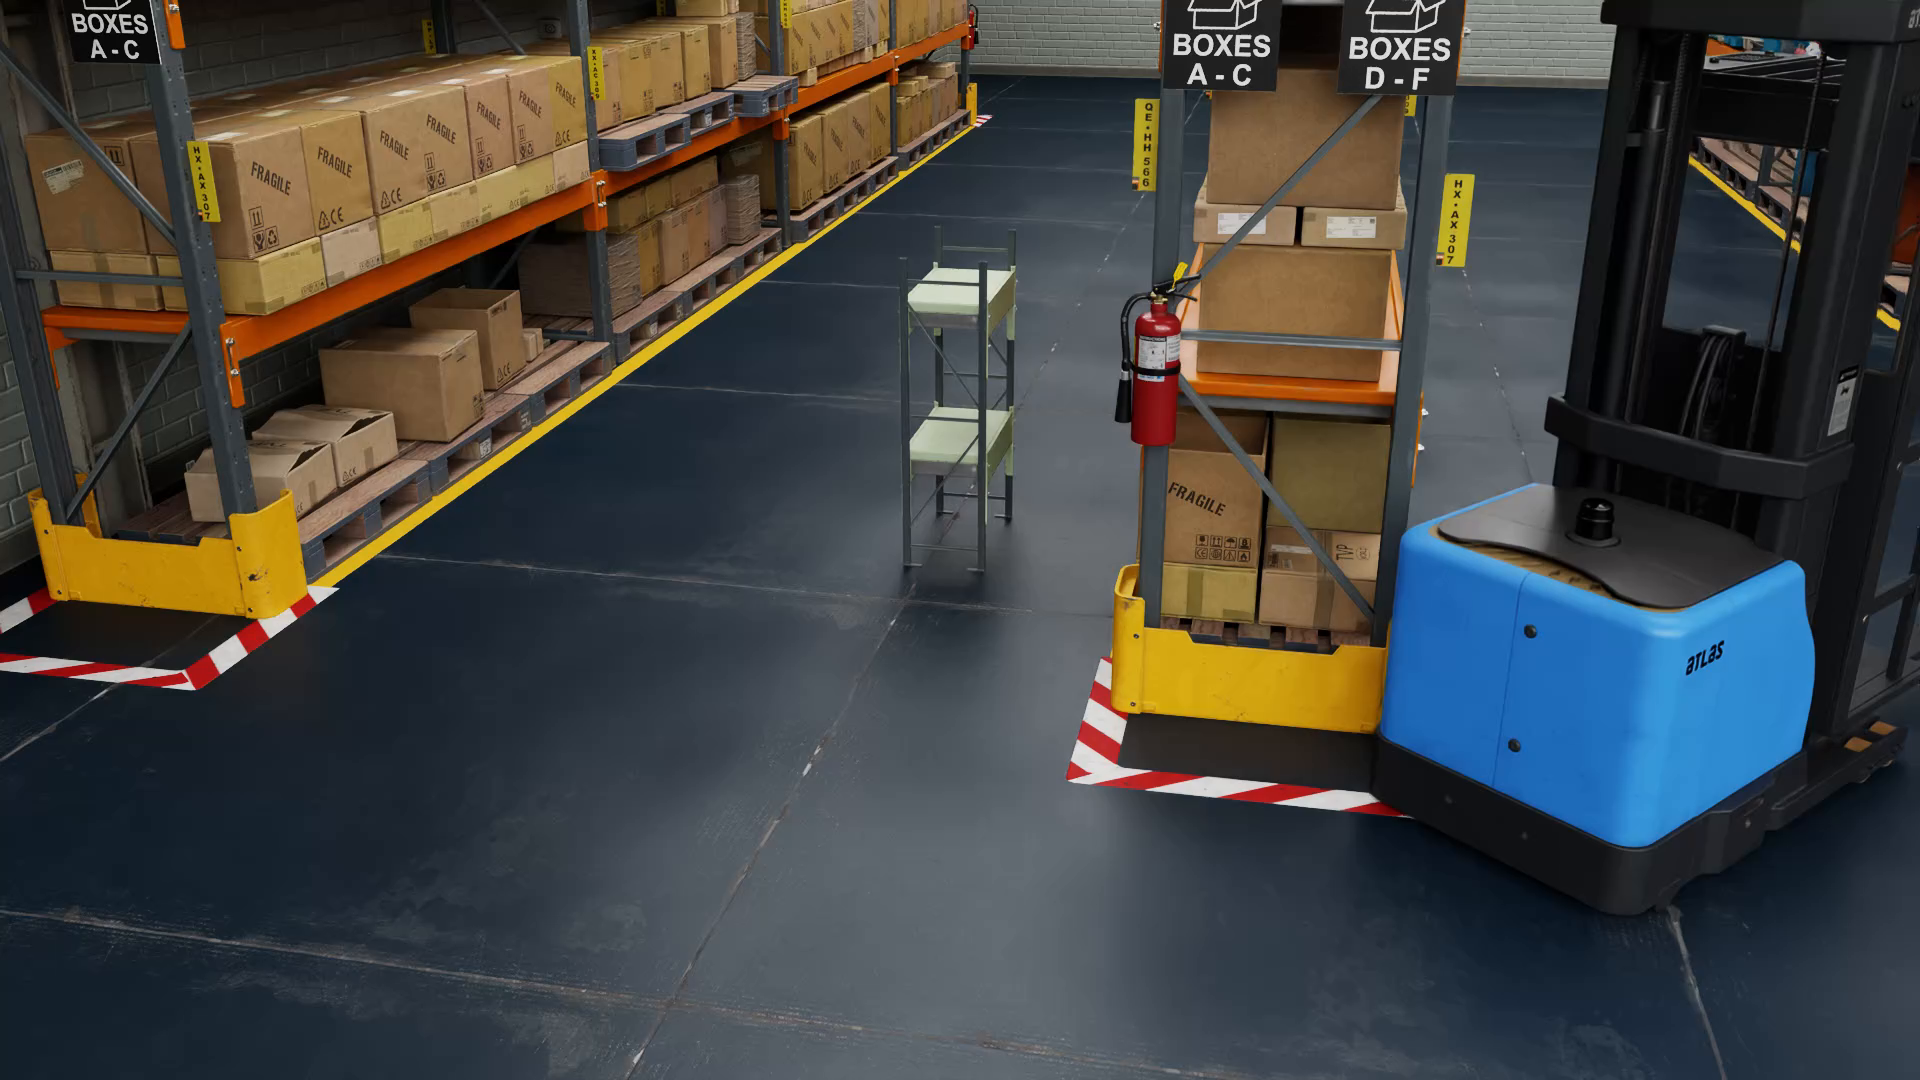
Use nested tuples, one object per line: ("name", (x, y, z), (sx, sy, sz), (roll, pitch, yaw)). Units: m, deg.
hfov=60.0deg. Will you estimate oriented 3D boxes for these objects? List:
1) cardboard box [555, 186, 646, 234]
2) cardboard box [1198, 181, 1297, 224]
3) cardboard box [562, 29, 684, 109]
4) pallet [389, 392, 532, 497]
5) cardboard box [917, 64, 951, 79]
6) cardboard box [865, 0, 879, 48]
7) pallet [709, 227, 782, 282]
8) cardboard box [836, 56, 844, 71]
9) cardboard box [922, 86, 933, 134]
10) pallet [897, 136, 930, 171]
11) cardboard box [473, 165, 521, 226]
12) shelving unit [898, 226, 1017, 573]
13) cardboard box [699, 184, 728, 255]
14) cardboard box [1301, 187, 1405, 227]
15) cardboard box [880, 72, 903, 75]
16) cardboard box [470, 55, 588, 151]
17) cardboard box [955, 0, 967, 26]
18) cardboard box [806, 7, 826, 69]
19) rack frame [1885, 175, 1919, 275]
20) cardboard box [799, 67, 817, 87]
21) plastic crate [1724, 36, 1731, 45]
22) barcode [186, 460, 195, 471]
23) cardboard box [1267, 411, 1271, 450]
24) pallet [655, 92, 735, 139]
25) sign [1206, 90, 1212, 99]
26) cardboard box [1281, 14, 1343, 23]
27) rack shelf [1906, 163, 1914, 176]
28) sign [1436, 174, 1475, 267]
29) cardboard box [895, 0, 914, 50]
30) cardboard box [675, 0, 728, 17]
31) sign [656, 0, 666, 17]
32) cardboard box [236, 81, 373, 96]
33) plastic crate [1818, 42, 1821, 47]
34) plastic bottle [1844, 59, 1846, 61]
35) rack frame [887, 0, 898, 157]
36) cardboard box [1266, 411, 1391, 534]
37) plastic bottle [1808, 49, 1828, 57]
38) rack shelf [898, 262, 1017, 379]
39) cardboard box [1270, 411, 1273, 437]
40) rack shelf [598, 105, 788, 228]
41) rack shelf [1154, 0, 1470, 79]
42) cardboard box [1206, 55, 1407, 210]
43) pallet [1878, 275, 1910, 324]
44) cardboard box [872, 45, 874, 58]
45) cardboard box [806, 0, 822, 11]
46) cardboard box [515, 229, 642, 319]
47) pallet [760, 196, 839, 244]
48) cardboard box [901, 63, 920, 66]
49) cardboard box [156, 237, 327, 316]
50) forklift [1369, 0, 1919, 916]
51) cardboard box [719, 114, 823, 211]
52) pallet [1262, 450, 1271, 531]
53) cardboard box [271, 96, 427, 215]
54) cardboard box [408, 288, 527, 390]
("cardboard box", (-2.606, -2.399, 12.047), (0.500, 0.250, 0.500), (4, 22, 10))
("cardboard box", (1.151, -1.333, 6.645), (0.380, 0.149, 0.250), (5, 22, 12))
("cardboard box", (-2.465, -3.455, 12.195), (0.700, 0.500, 0.500), (8, 23, 18))
("pallet", (-3.176, -0.585, 9.524), (1.003, 0.211, 1.213), (4, 22, 11))
("cardboard box", (-0.322, -5.881, 20.857), (0.380, 0.149, 0.250), (5, 22, 12))
("cardboard box", (-1.136, -5.318, 16.985), (0.500, 0.500, 0.500), (5, 22, 11))
("pallet", (-2.171, -2.458, 14.174), (1.003, 0.211, 1.213), (4, 22, 11))
("cardboard box", (-1.354, -4.690, 16.293), (0.380, 0.149, 0.250), (5, 23, 13))
("cardboard box", (-0.729, -5.172, 19.965), (0.700, 0.500, 0.500), (5, 22, 12))
("pallet", (-0.962, -4.479, 19.192), (1.003, 0.211, 1.213), (4, 22, 11))
("cardboard box", (-2.824, -1.951, 9.357), (0.500, 0.250, 0.500), (4, 22, 11))
("shelving unit", (-0.001, -0.693, 8.067), (0.431, 1.500, 0.755), (4, 22, 11))
("cardboard box", (-2.325, -2.635, 13.638), (0.700, 0.500, 0.500), (4, 22, 11))
("cardboard box", (1.550, -1.306, 6.580), (0.380, 0.149, 0.250), (4, 22, 10))
("cardboard box", (-0.902, -5.540, 20.010), (0.380, 0.149, 0.250), (4, 22, 10))
("cardboard box", (-2.620, -2.665, 10.127), (0.500, 0.500, 0.500), (4, 22, 11))
("cardboard box", (-0.472, -6.915, 21.106), (0.980, 0.700, 0.700), (5, 23, 13))
("cardboard box", (-1.545, -4.580, 15.151), (0.500, 0.500, 0.500), (5, 23, 13))
("rack frame", (7.688, -3.282, 12.488), (1.000, 3.000, 0.127), (4, 22, 11))
("cardboard box", (-1.519, -4.215, 15.114), (0.380, 0.149, 0.250), (5, 23, 13))
("plastic crate", (8.679, -5.611, 18.415), (0.416, 0.233, 0.300), (4, 22, 11))
("barcode", (-3.801, -0.356, 8.220), (0.001, 0.075, 0.075), (4, 22, 11))
("cardboard box", (1.319, -0.771, 8.367), (0.500, 0.500, 0.500), (4, 22, 11))
("pallet", (-2.374, -3.221, 12.593), (1.003, 0.211, 1.213), (4, 22, 11))
("sign", (1.490, -2.736, 9.689), (0.100, 0.325, 0.005), (4, 22, 11))
("cardboard box", (1.735, -2.315, 8.217), (0.700, 0.500, 0.500), (4, 22, 11))
("rack shelf", (7.280, -2.217, 10.806), (1.077, 0.370, 4.000), (4, 22, 11))
("sign", (1.750, -1.129, 5.877), (0.100, 0.325, 0.005), (4, 22, 11))
("cardboard box", (-1.068, -5.836, 18.429), (0.980, 0.700, 0.700), (5, 22, 12))
("cardboard box", (-2.103, -4.341, 13.527), (0.380, 0.149, 0.250), (1, 22, 2))
("sign", (-2.554, -4.615, 14.249), (0.100, 0.325, 0.005), (4, 22, 11))
("cardboard box", (-3.438, -2.145, 8.833), (0.500, 0.500, 0.500), (5, 22, 12))
("plastic crate", (8.932, -5.110, 16.860), (0.402, 0.464, 0.583), (4, 22, 11))
("plastic bottle", (7.801, -4.124, 14.743), (0.152, 0.276, 0.135), (4, 22, 11))
("rack frame", (-1.194, -5.500, 17.995), (1.000, 3.000, 0.127), (4, 22, 11))
("cardboard box", (1.635, -0.365, 7.358), (0.500, 0.500, 0.500), (4, 22, 11))
("plastic bottle", (7.962, -4.413, 15.463), (0.152, 0.276, 0.135), (4, 22, 11))
("rack shelf", (-0.001, -1.055, 7.922), (0.431, 0.370, 0.720), (4, 22, 11))
("cardboard box", (1.525, -0.788, 9.415), (0.500, 0.250, 0.500), (4, 22, 11))
("rack shelf", (-2.419, -2.972, 12.681), (1.077, 0.370, 4.000), (4, 22, 11))
("rack shelf", (1.616, -2.524, 7.554), (1.077, 0.370, 4.000), (4, 22, 11))
("cardboard box", (1.326, -1.572, 6.372), (0.700, 0.500, 0.500), (5, 22, 11))
("pallet", (7.492, -1.708, 12.312), (1.003, 0.211, 1.213), (4, 22, 11))
("cardboard box", (-1.111, -5.062, 17.217), (0.380, 0.149, 0.250), (5, 23, 13))
("cardboard box", (-1.556, -4.922, 14.996), (0.500, 0.250, 0.500), (4, 22, 10))
("cardboard box", (-2.693, -1.889, 11.787), (0.700, 0.500, 0.500), (5, 23, 13))
("pallet", (-1.776, -3.026, 15.585), (1.003, 0.211, 1.213), (4, 22, 11))
("cardboard box", (-0.696, -5.911, 20.931), (0.380, 0.149, 0.250), (5, 22, 11))
("cardboard box", (-3.232, -1.205, 7.505), (0.500, 0.250, 0.500), (4, 22, 9))
("forklift", (2.928, -0.602, 5.924), (3.031, 2.935, 1.130), (-17, 27, -36))
("cardboard box", (-1.732, -3.494, 15.329), (0.750, 0.750, 0.750), (4, 22, 10))
("pallet", (1.574, -0.169, 8.492), (1.003, 0.211, 1.213), (4, 22, 11))
("cardboard box", (-3.029, -1.919, 8.274), (0.500, 0.500, 0.500), (4, 22, 9))
("cardboard box", (-2.999, -1.236, 10.165), (0.500, 0.500, 0.500), (3, 22, 7))
